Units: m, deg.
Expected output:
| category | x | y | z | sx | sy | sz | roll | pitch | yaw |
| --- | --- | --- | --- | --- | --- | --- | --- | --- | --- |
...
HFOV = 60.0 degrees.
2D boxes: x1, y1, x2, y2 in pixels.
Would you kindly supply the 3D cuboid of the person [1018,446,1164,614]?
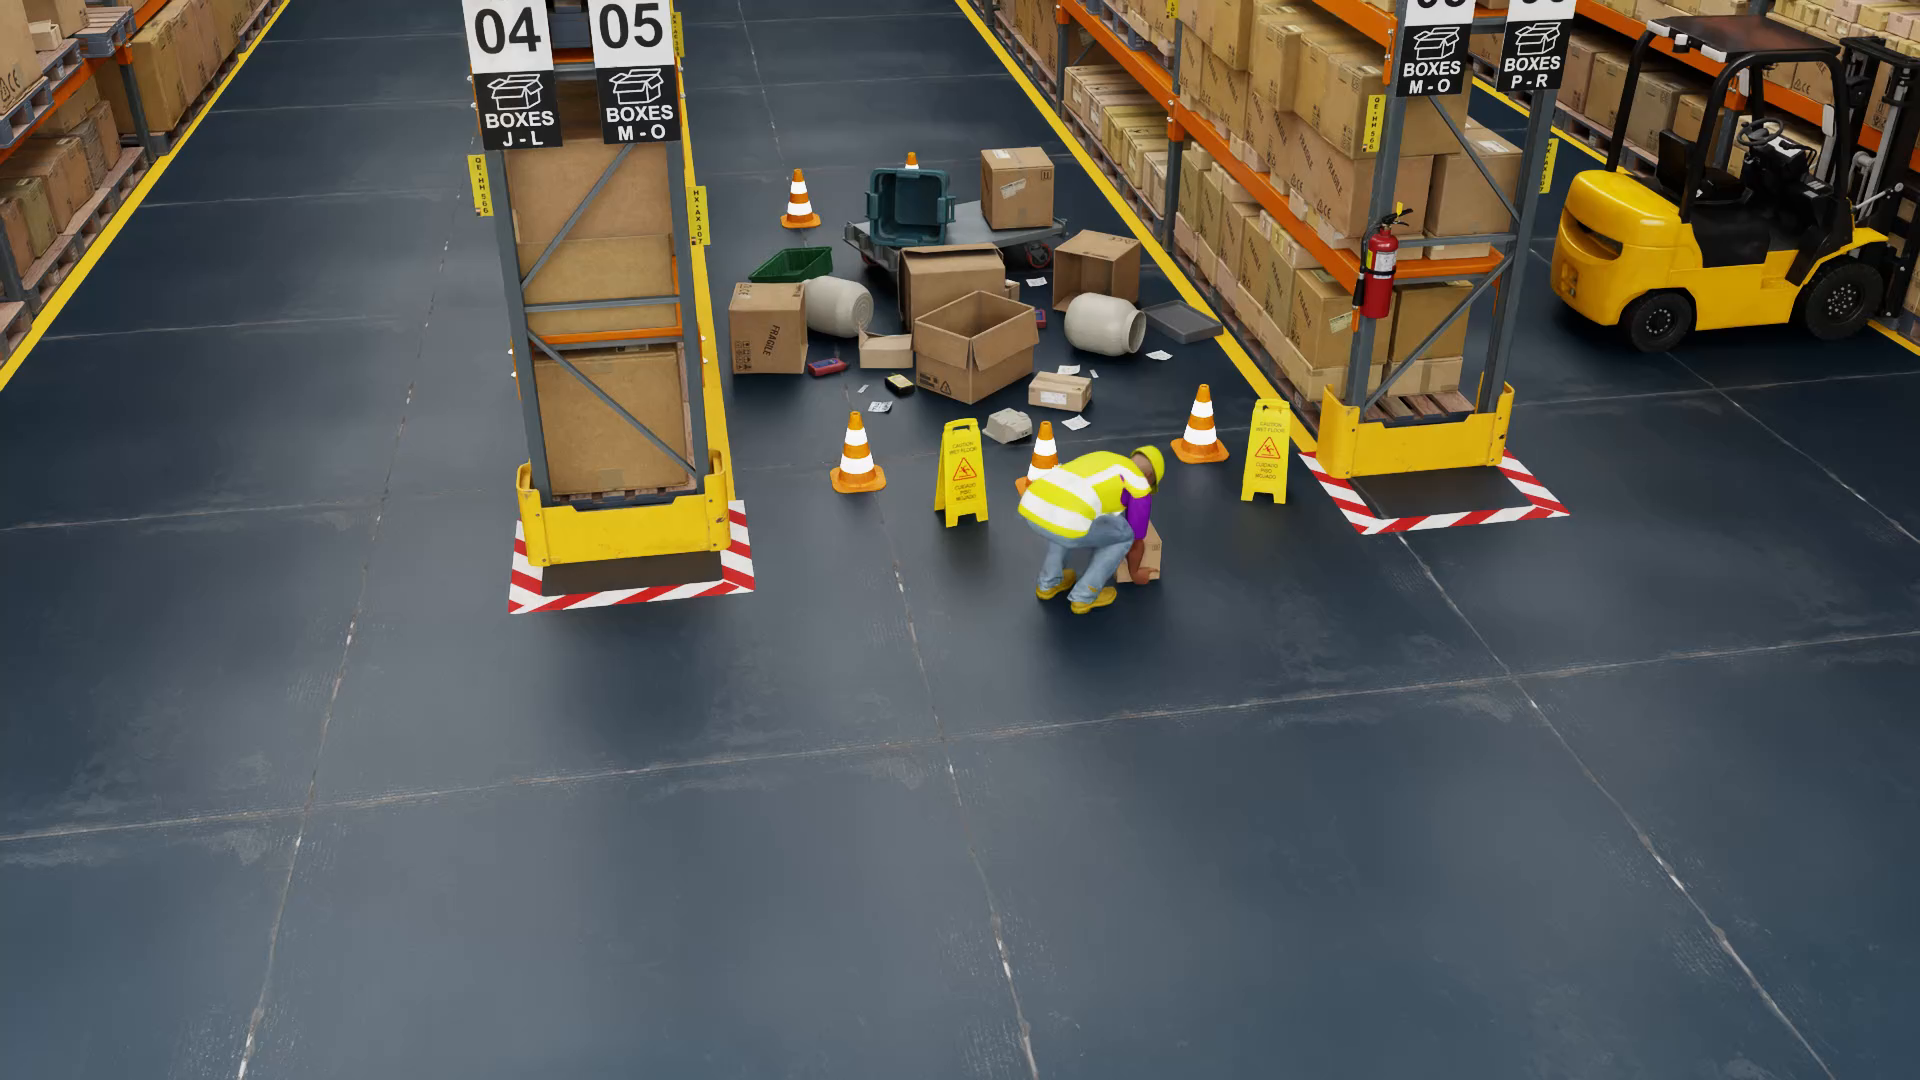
| category | x | y | z | sx | sy | sz | roll | pitch | yaw |
| --- | --- | --- | --- | --- | --- | --- | --- | --- | --- |
| person | 0.754 | -0.079 | 9.188 | 0.981 | 0.850 | 0.511 | -25 | 38 | -35 |
